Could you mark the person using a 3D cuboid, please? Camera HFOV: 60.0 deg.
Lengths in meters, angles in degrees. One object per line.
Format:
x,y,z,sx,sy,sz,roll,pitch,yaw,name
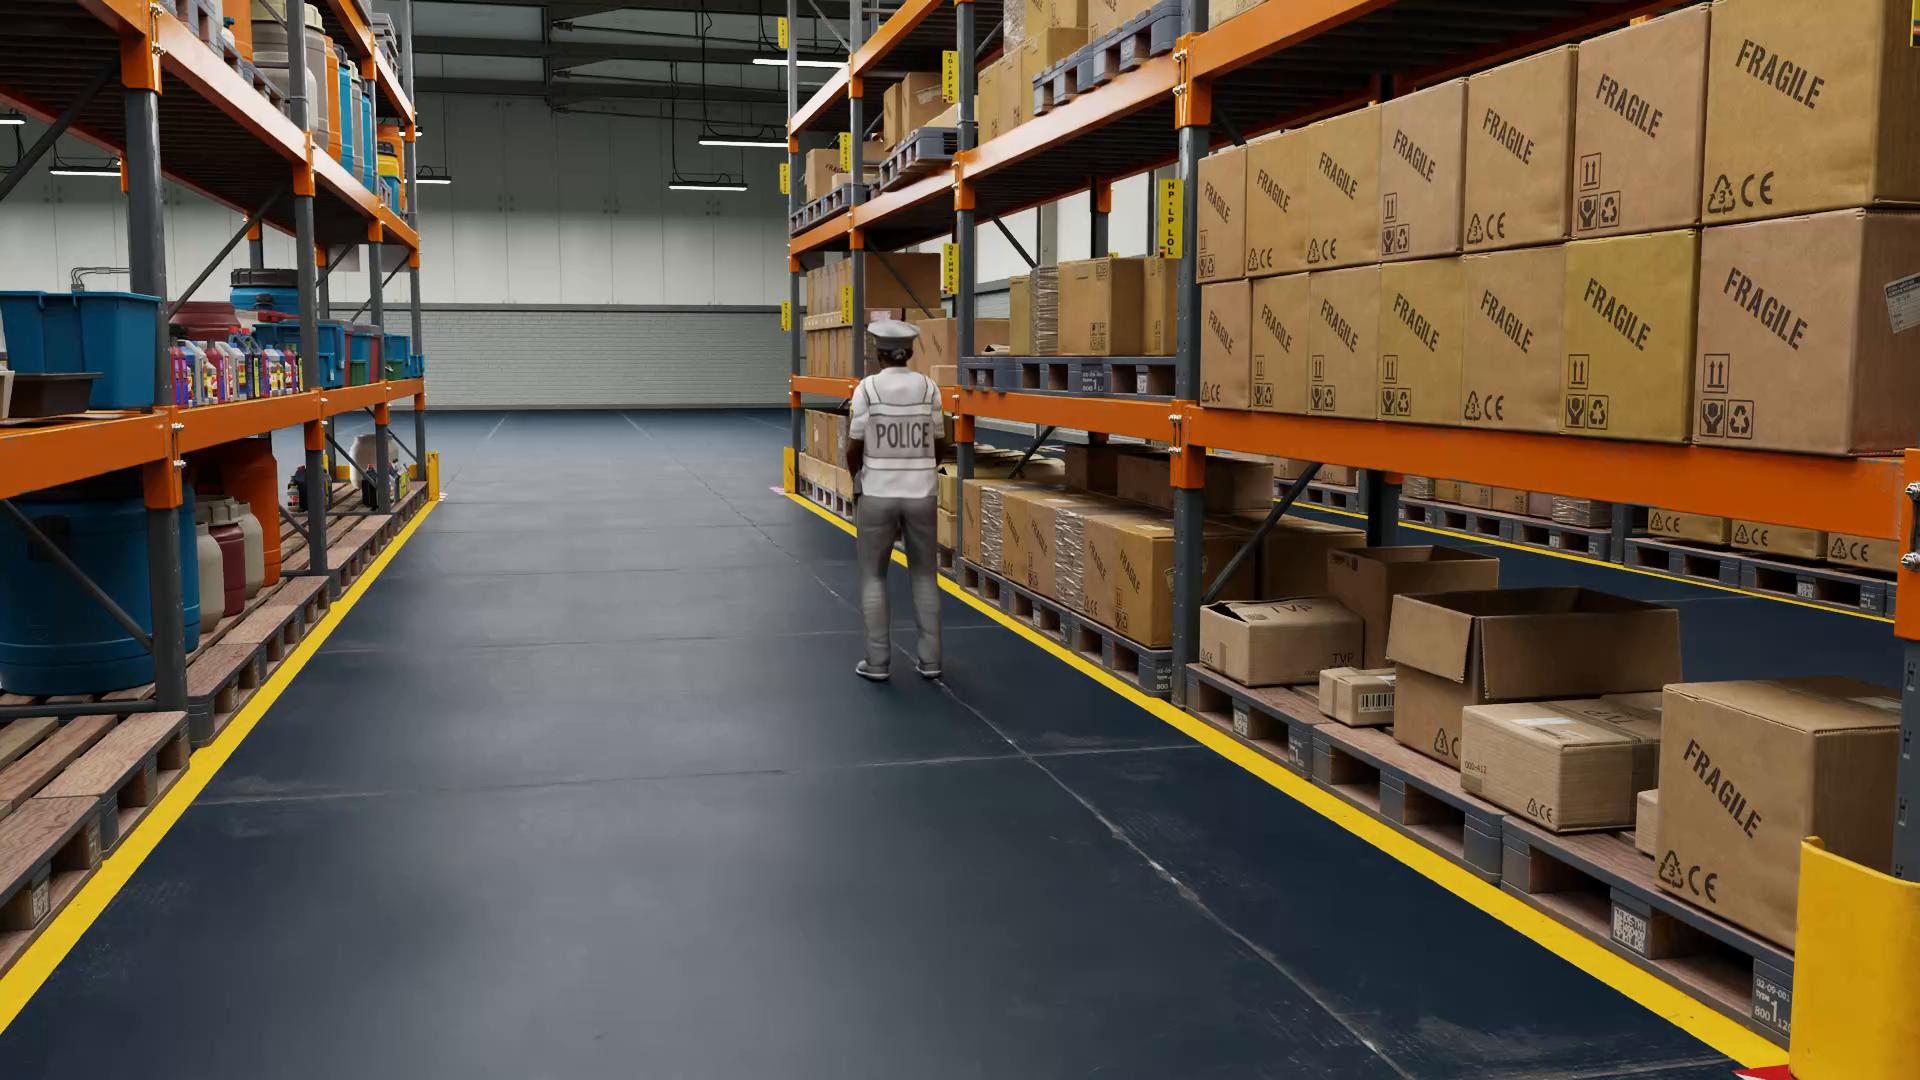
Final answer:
-0.304,-0.192,7.827,0.479,1.684,0.429,-2,6,-15,person
